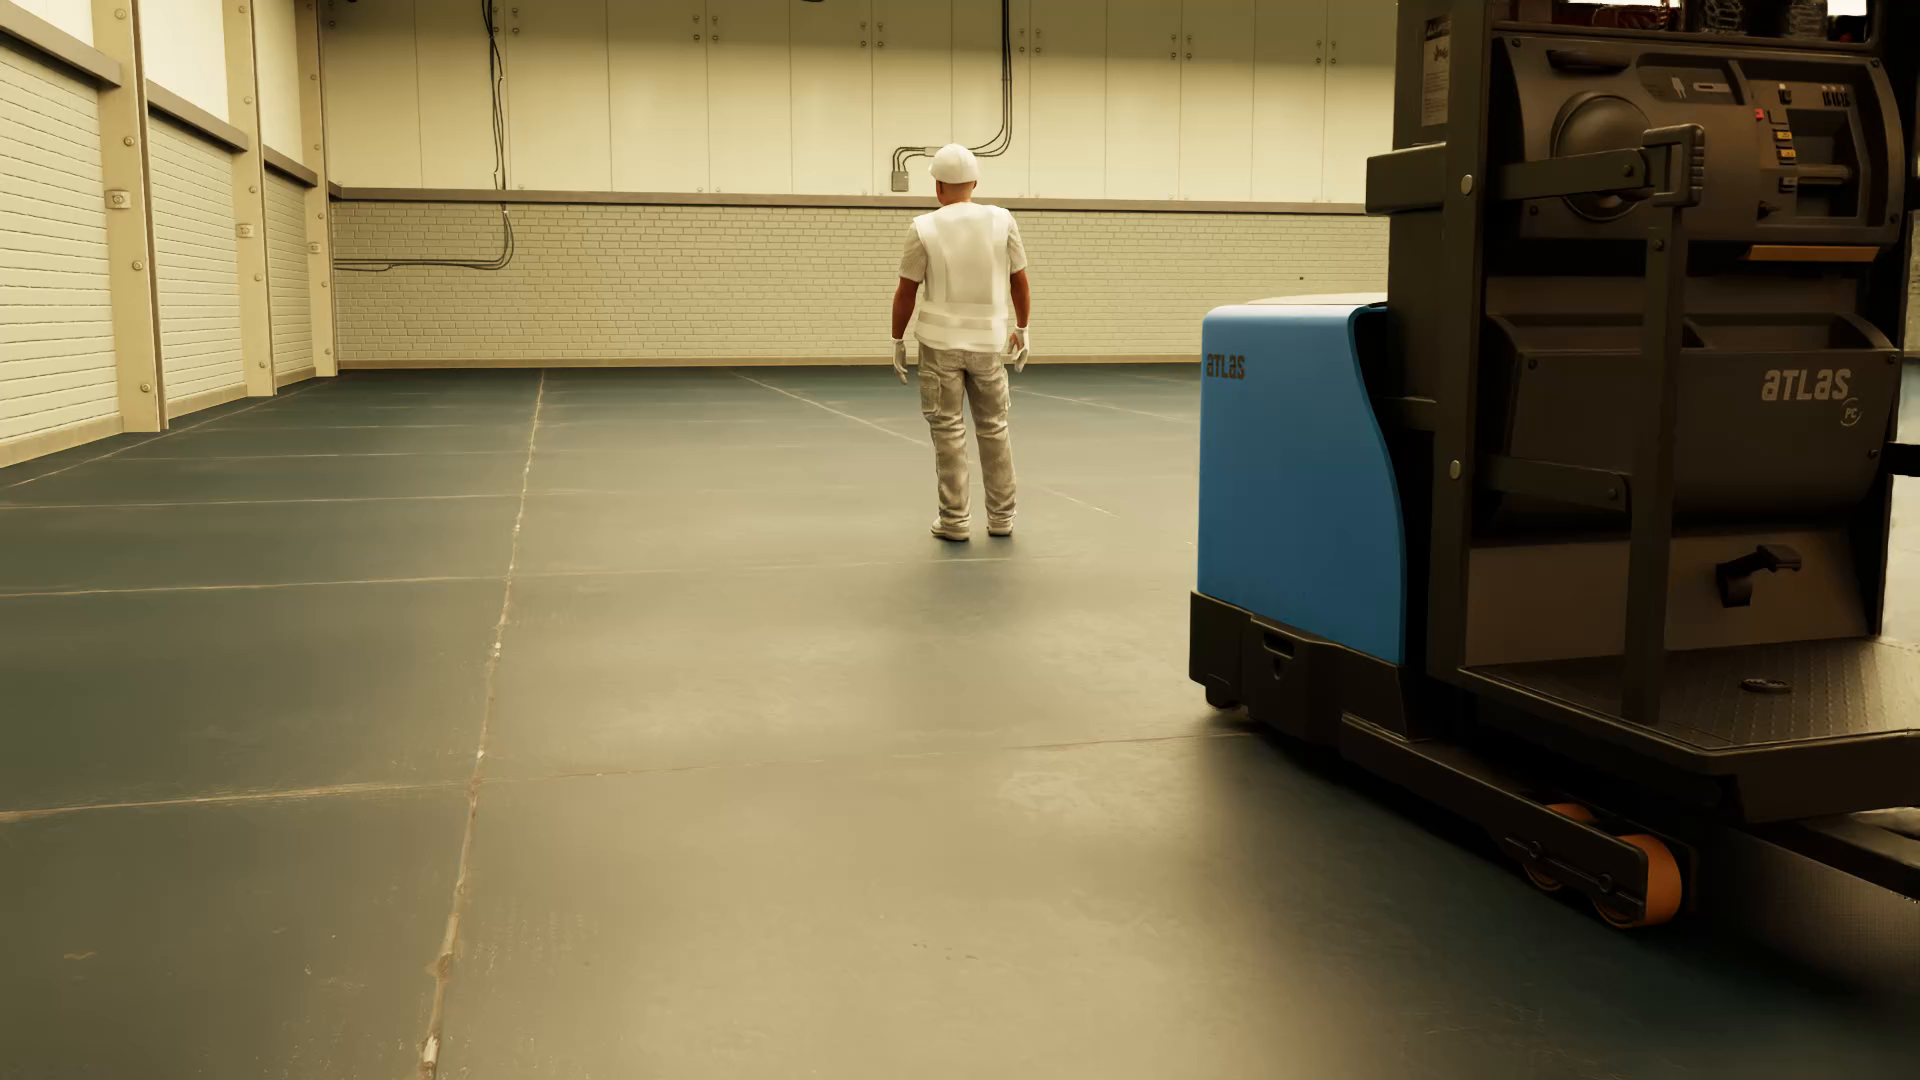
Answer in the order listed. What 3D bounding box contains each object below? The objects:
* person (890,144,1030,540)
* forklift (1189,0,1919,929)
[{"bbox_3d":[-0.008,-0.900,7.654,0.656,1.782,0.577,-2,8,-13],"label":"person"},{"bbox_3d":[1.563,-0.838,3.124,1.130,2.935,3.031,-3,8,-18],"label":"forklift"}]
